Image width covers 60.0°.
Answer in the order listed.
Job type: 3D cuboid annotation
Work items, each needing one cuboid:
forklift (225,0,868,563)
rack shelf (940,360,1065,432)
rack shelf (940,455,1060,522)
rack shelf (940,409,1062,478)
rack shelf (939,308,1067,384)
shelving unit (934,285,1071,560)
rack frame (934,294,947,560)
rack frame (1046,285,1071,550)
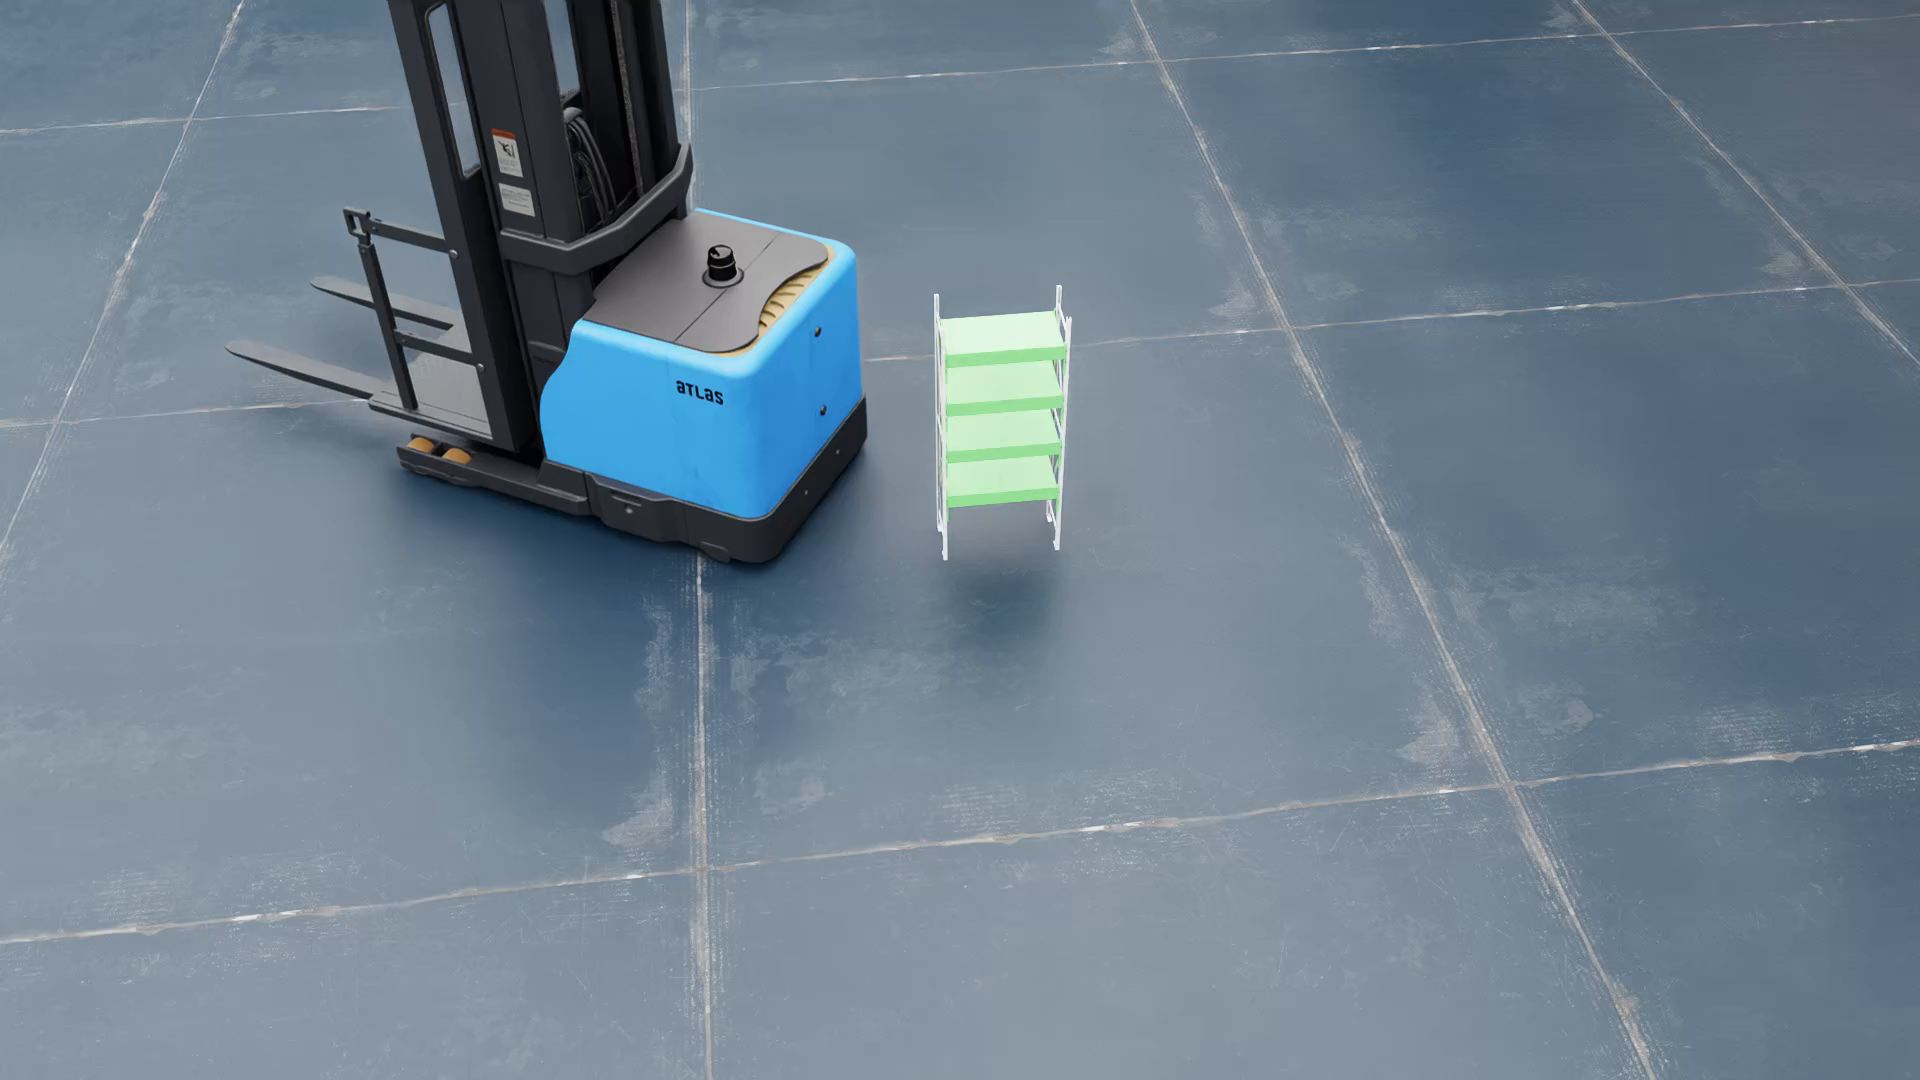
[{"bbox_3d":[-1.991,-1.642,6.882,3.031,2.935,1.130,16,45,17],"label":"forklift"},{"bbox_3d":[0.164,-0.591,6.746,0.480,0.148,0.258,-5,42,-6],"label":"rack shelf"},{"bbox_3d":[0.164,-0.234,7.068,0.480,0.148,0.258,-5,42,-6],"label":"rack shelf"},{"bbox_3d":[0.164,-0.412,6.907,0.480,0.148,0.258,-5,42,-6],"label":"rack shelf"},{"bbox_3d":[0.164,-0.769,6.585,0.480,0.148,0.258,-5,42,-6],"label":"rack shelf"},{"bbox_3d":[0.164,-0.460,6.864,0.503,1.200,0.258,-5,42,-6],"label":"shelving unit"},{"bbox_3d":[-0.078,-0.439,6.841,0.015,1.200,0.240,-5,42,-6],"label":"rack frame"},{"bbox_3d":[0.406,-0.481,6.888,0.015,1.200,0.240,-5,42,-6],"label":"rack frame"}]
